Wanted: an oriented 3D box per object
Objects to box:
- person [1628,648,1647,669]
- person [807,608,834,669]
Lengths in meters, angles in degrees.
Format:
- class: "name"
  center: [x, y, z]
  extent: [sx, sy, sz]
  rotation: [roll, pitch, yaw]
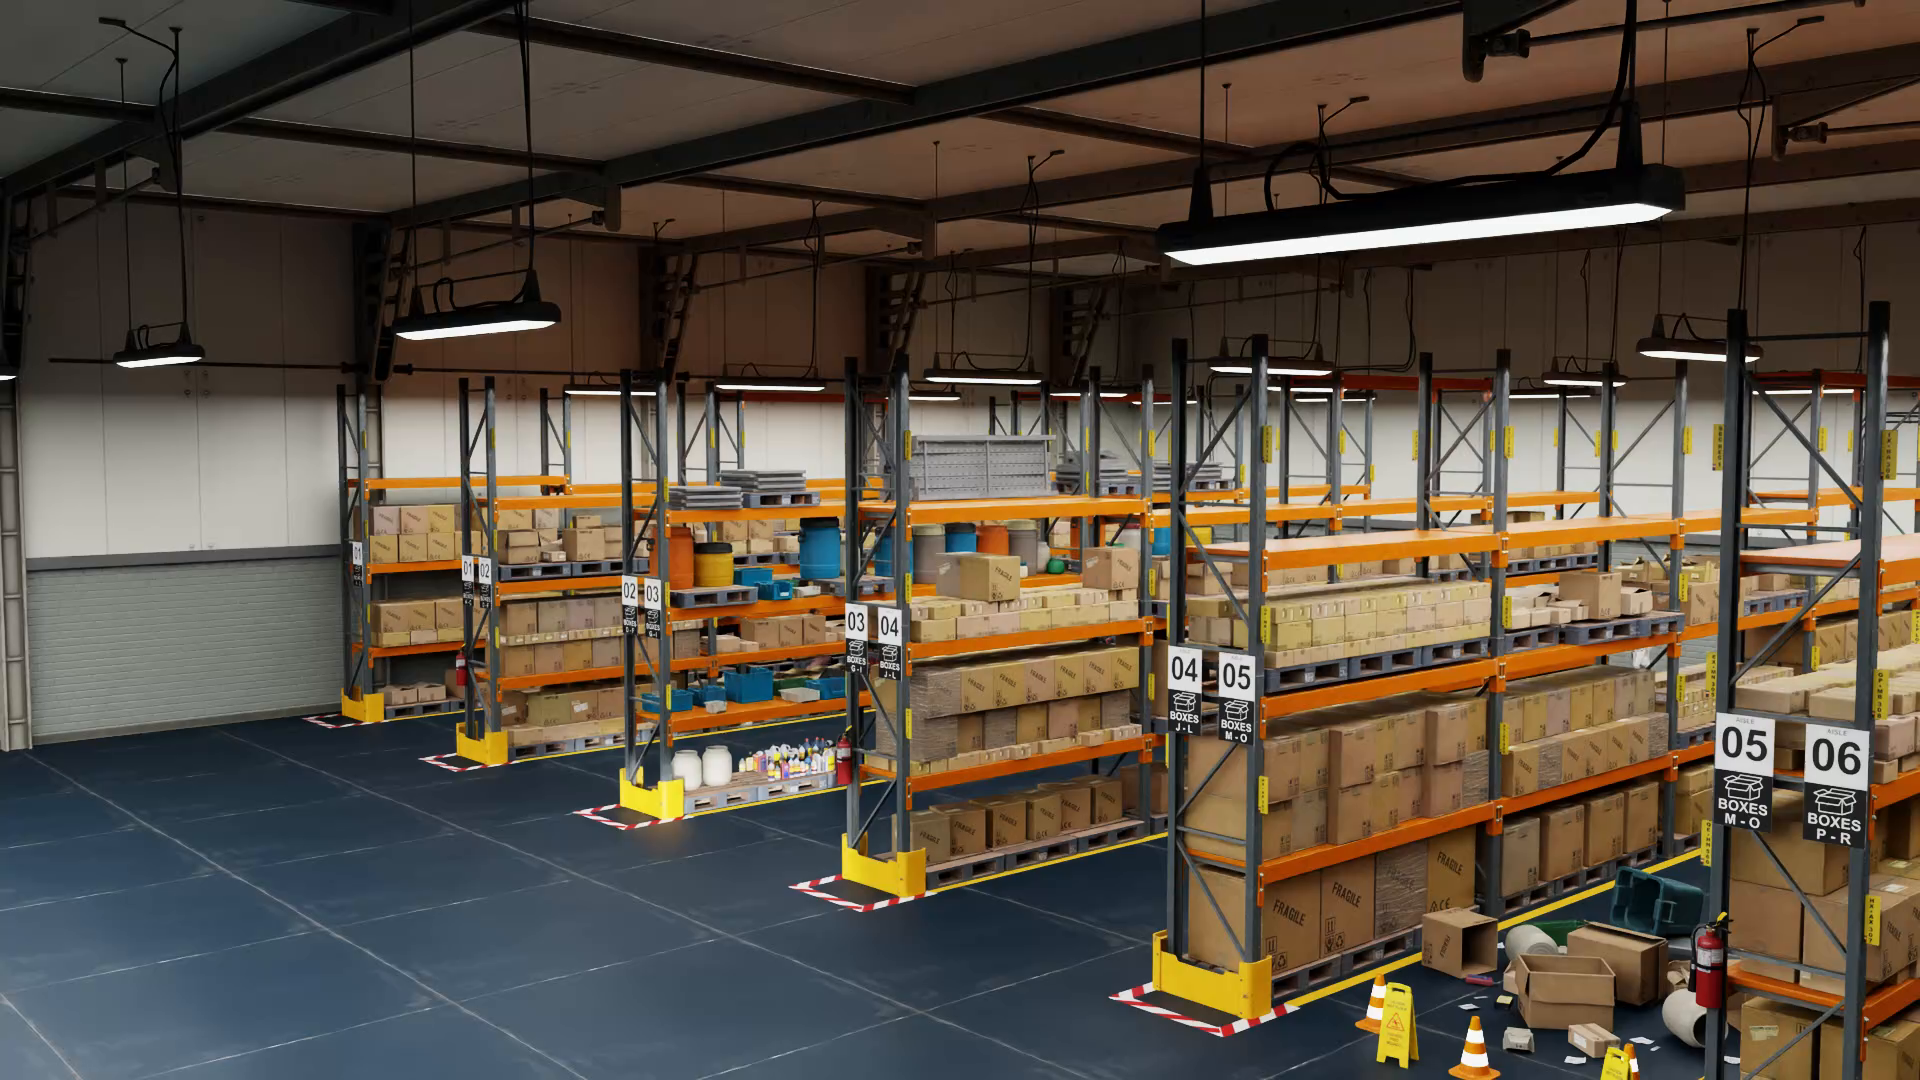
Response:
- class: "person"
  center: [12.307, 2.356, 30.214]
  extent: [0.515, 1.747, 0.528]
  rotation: [2, 4, 24]
- class: "person"
  center: [-2.858, 1.975, 33.472]
  extent: [0.528, 1.577, 0.487]
  rotation: [-2, 4, -32]
